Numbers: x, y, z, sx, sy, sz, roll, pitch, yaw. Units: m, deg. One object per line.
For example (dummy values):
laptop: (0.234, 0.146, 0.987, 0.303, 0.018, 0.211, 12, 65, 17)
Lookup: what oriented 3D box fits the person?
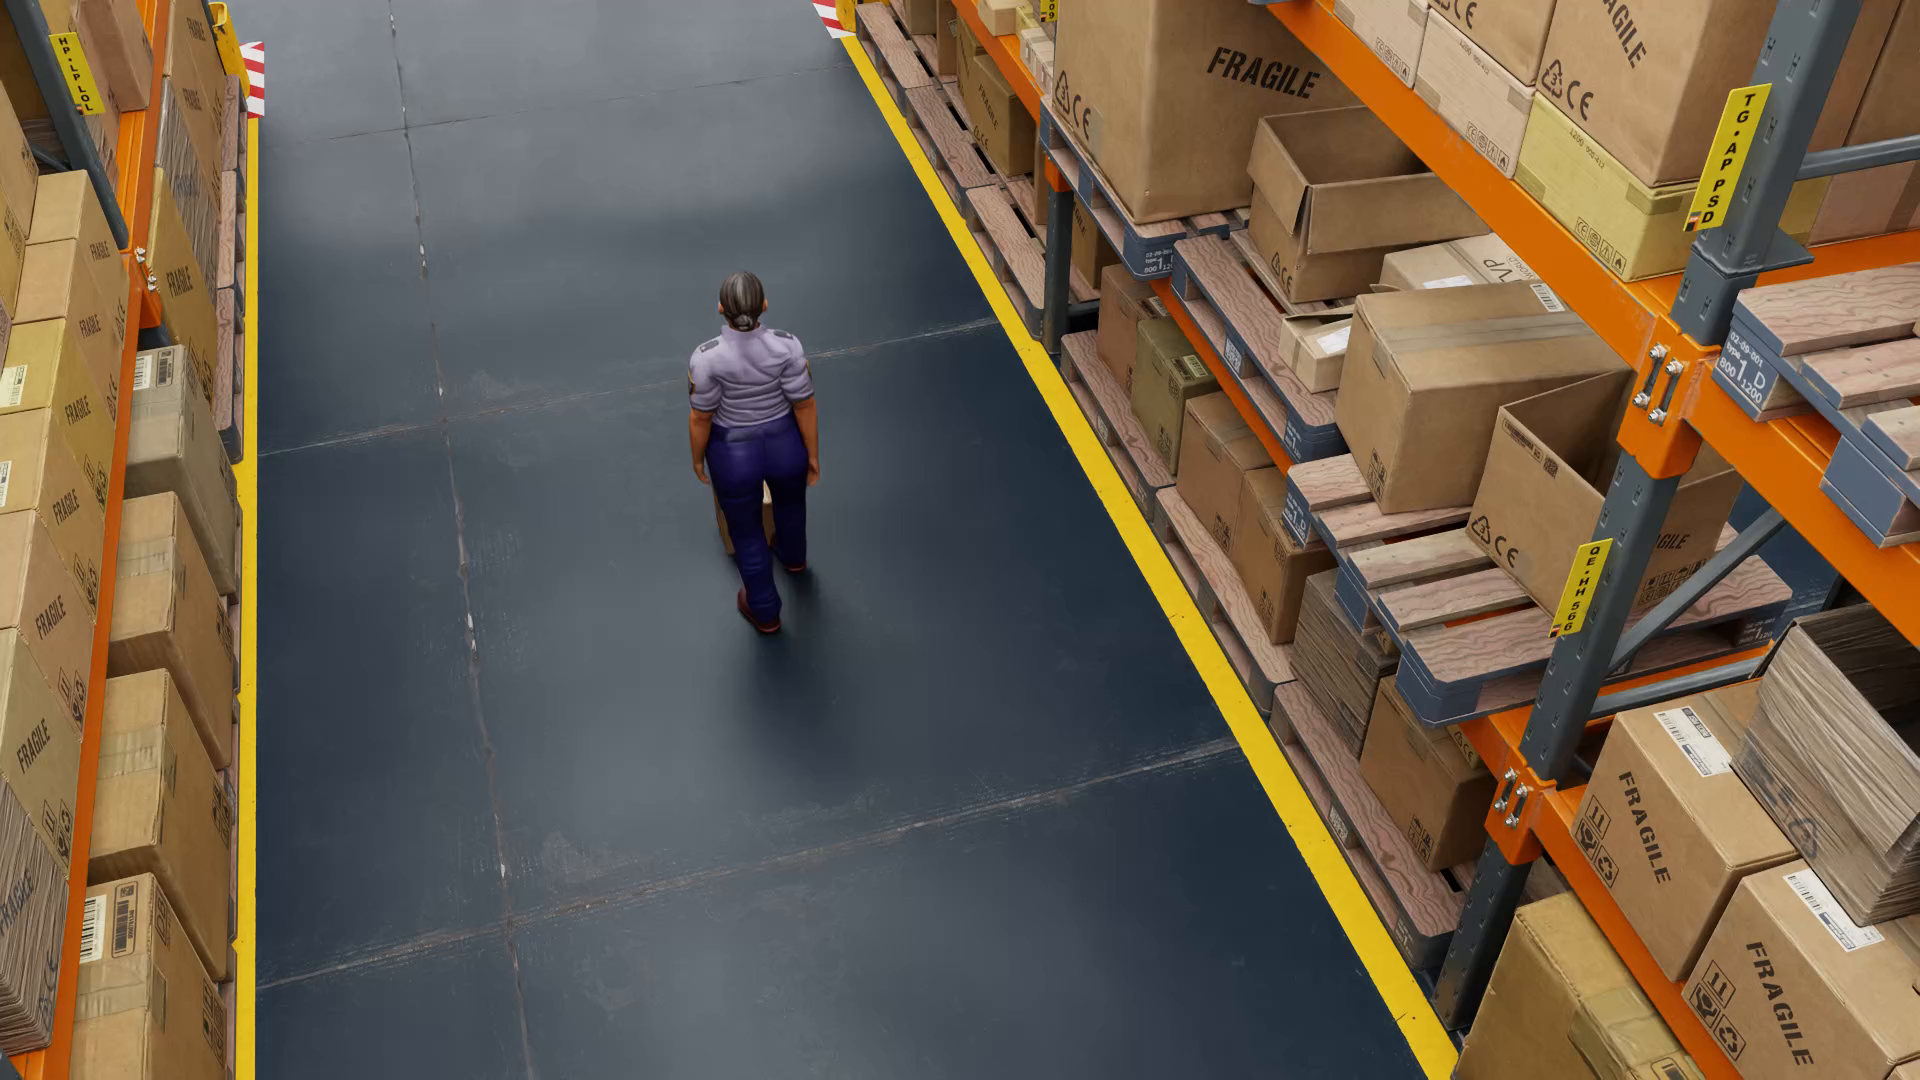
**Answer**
person: (-0.839, -0.303, 6.615, 0.522, 1.510, 0.476, -11, 44, -12)
